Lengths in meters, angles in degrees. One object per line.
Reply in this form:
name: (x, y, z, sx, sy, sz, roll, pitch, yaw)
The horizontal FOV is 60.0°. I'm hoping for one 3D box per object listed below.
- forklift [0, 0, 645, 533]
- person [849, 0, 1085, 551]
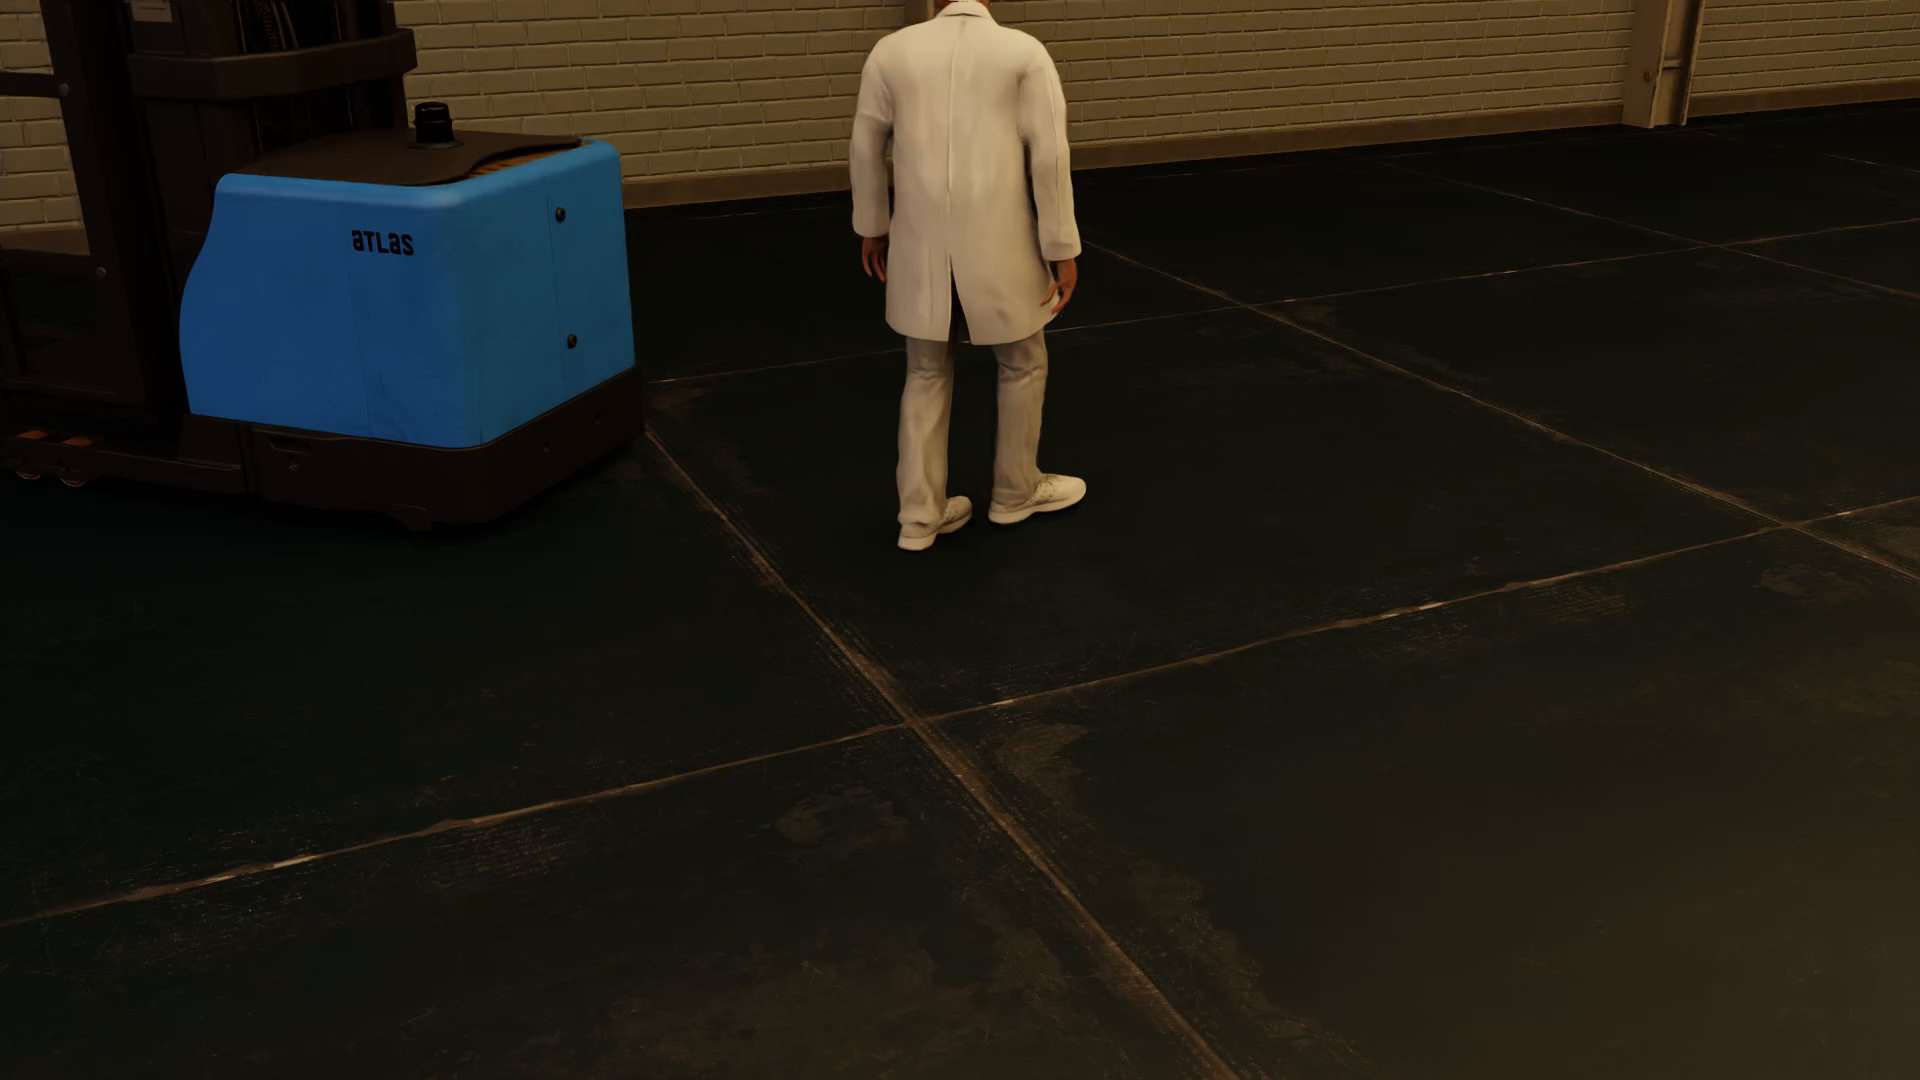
forklift: (-2.682, -1.709, 5.400, 3.031, 2.935, 1.130, 8, 24, 18)
person: (0.019, -0.868, 4.910, 0.727, 1.760, 0.599, 6, 23, 14)
